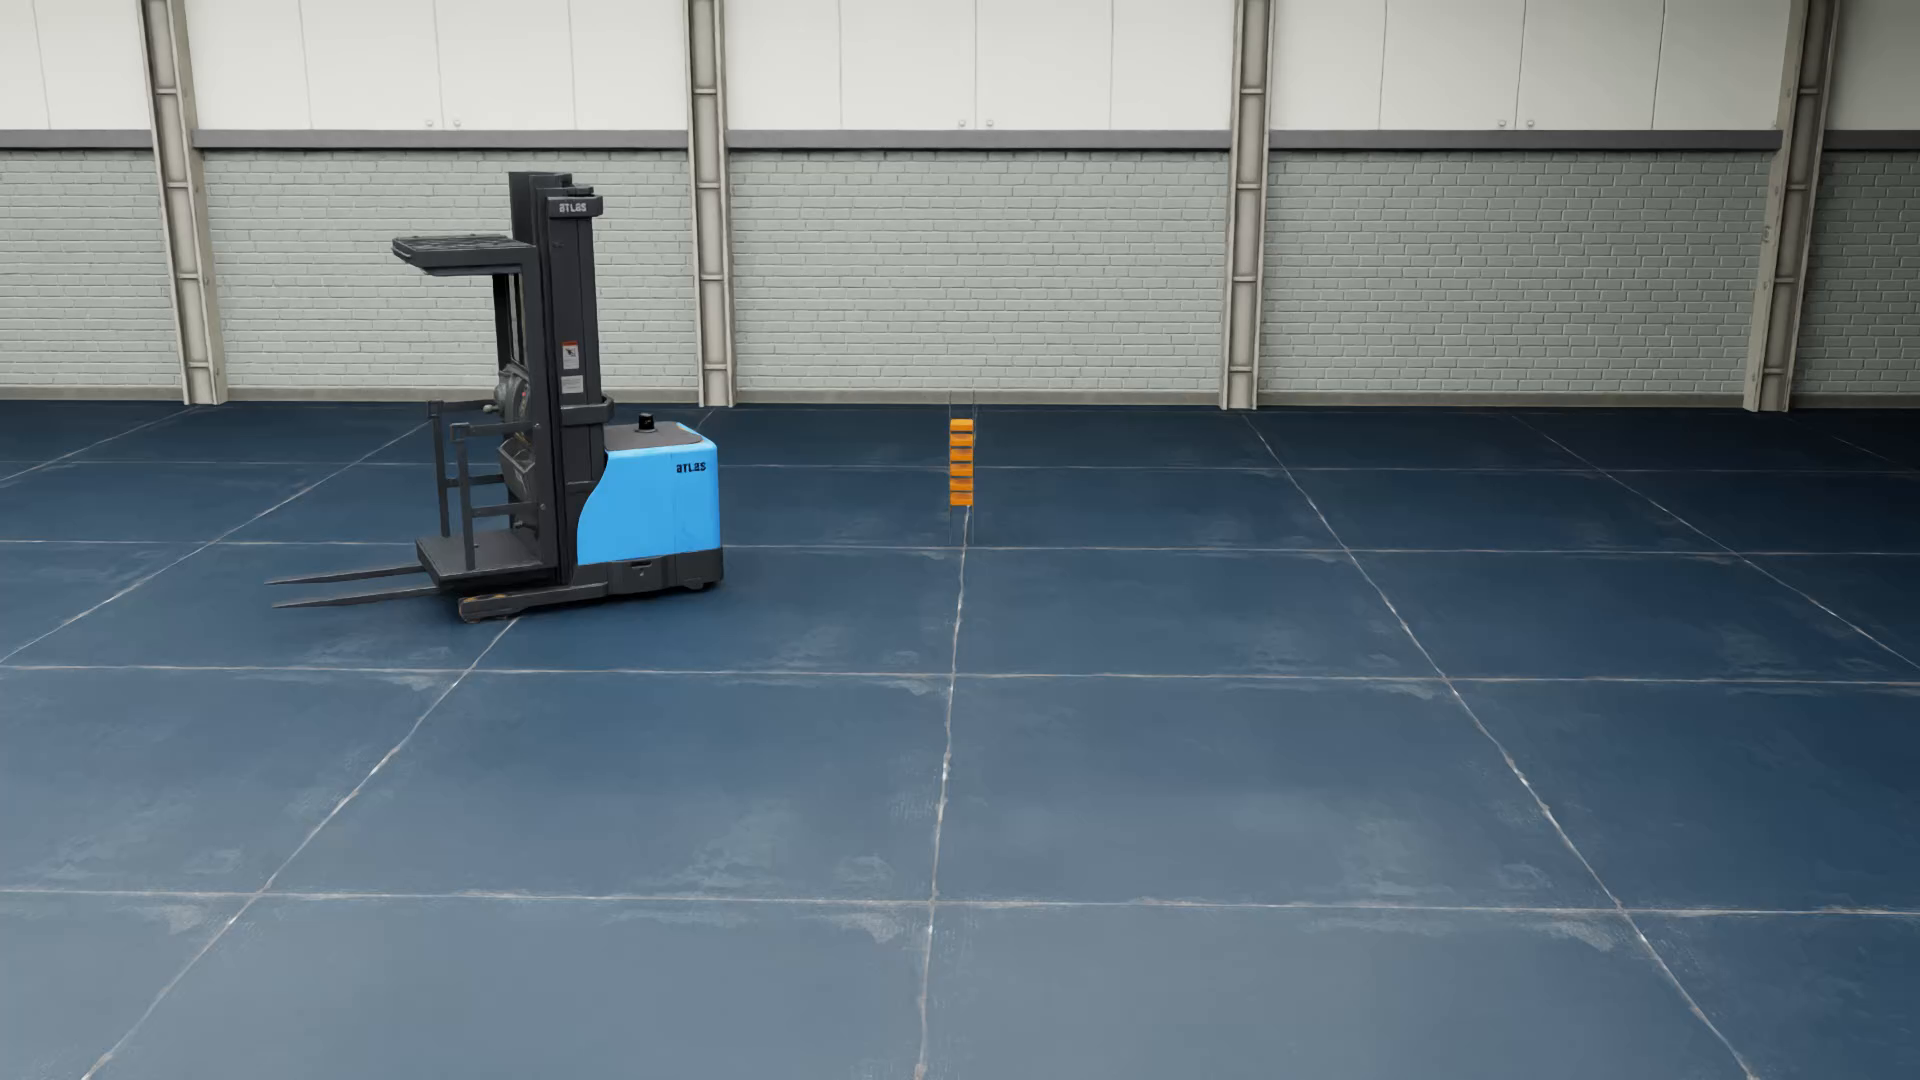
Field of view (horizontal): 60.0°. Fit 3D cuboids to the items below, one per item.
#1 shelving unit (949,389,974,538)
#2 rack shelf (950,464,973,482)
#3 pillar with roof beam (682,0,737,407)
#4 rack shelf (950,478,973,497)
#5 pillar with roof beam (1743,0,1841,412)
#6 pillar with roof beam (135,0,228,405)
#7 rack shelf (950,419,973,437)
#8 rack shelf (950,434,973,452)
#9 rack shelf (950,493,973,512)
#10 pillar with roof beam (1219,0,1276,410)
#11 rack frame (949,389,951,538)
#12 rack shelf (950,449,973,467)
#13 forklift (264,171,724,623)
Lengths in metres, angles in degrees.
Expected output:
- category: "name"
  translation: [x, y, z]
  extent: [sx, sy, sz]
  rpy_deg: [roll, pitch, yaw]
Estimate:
- category: "shelving unit"
  translation: [0.014, -0.580, 13.187]
  extent: [0.189, 1.200, 0.258]
  rpy_deg: [0, 15, 1]
- category: "rack shelf"
  translation: [0.014, -0.537, 13.198]
  extent: [0.180, 0.103, 0.258]
  rpy_deg: [0, 15, 1]
- category: "pillar with roof beam"
  translation: [-2.914, -4.823, 13.979]
  extent: [0.400, 9.000, 9.100]
  rpy_deg: [0, 15, 1]
- category: "rack shelf"
  translation: [0.014, -0.421, 13.229]
  extent: [0.180, 0.103, 0.258]
  rpy_deg: [0, 15, 1]
- category: "pillar with roof beam"
  translation: [9.082, -4.744, 13.683]
  extent: [0.400, 9.000, 9.100]
  rpy_deg: [0, 15, 1]
- category: "pillar with roof beam"
  translation: [-8.912, -4.862, 14.127]
  extent: [0.400, 9.000, 9.100]
  rpy_deg: [0, 15, 1]
- category: "rack shelf"
  translation: [0.014, -0.885, 13.106]
  extent: [0.180, 0.103, 0.258]
  rpy_deg: [0, 15, 1]
- category: "rack shelf"
  translation: [0.014, -0.769, 13.137]
  extent: [0.180, 0.103, 0.258]
  rpy_deg: [0, 15, 1]
- category: "rack shelf"
  translation: [0.014, -0.305, 13.259]
  extent: [0.180, 0.103, 0.258]
  rpy_deg: [0, 15, 1]
- category: "pillar with roof beam"
  translation: [3.084, -4.783, 13.831]
  extent: [0.400, 9.000, 9.100]
  rpy_deg: [0, 15, 1]
- category: "rack frame"
  translation: [-0.077, -0.581, 13.189]
  extent: [0.006, 1.200, 0.240]
  rpy_deg: [0, 15, 1]
- category: "rack shelf"
  translation: [0.014, -0.653, 13.167]
  extent: [0.180, 0.103, 0.258]
  rpy_deg: [0, 15, 1]
- category: "forklift"
  translation: [-3.263, -1.011, 11.428]
  extent: [3.031, 2.935, 1.130]
  rpy_deg: [-7, 16, -25]
